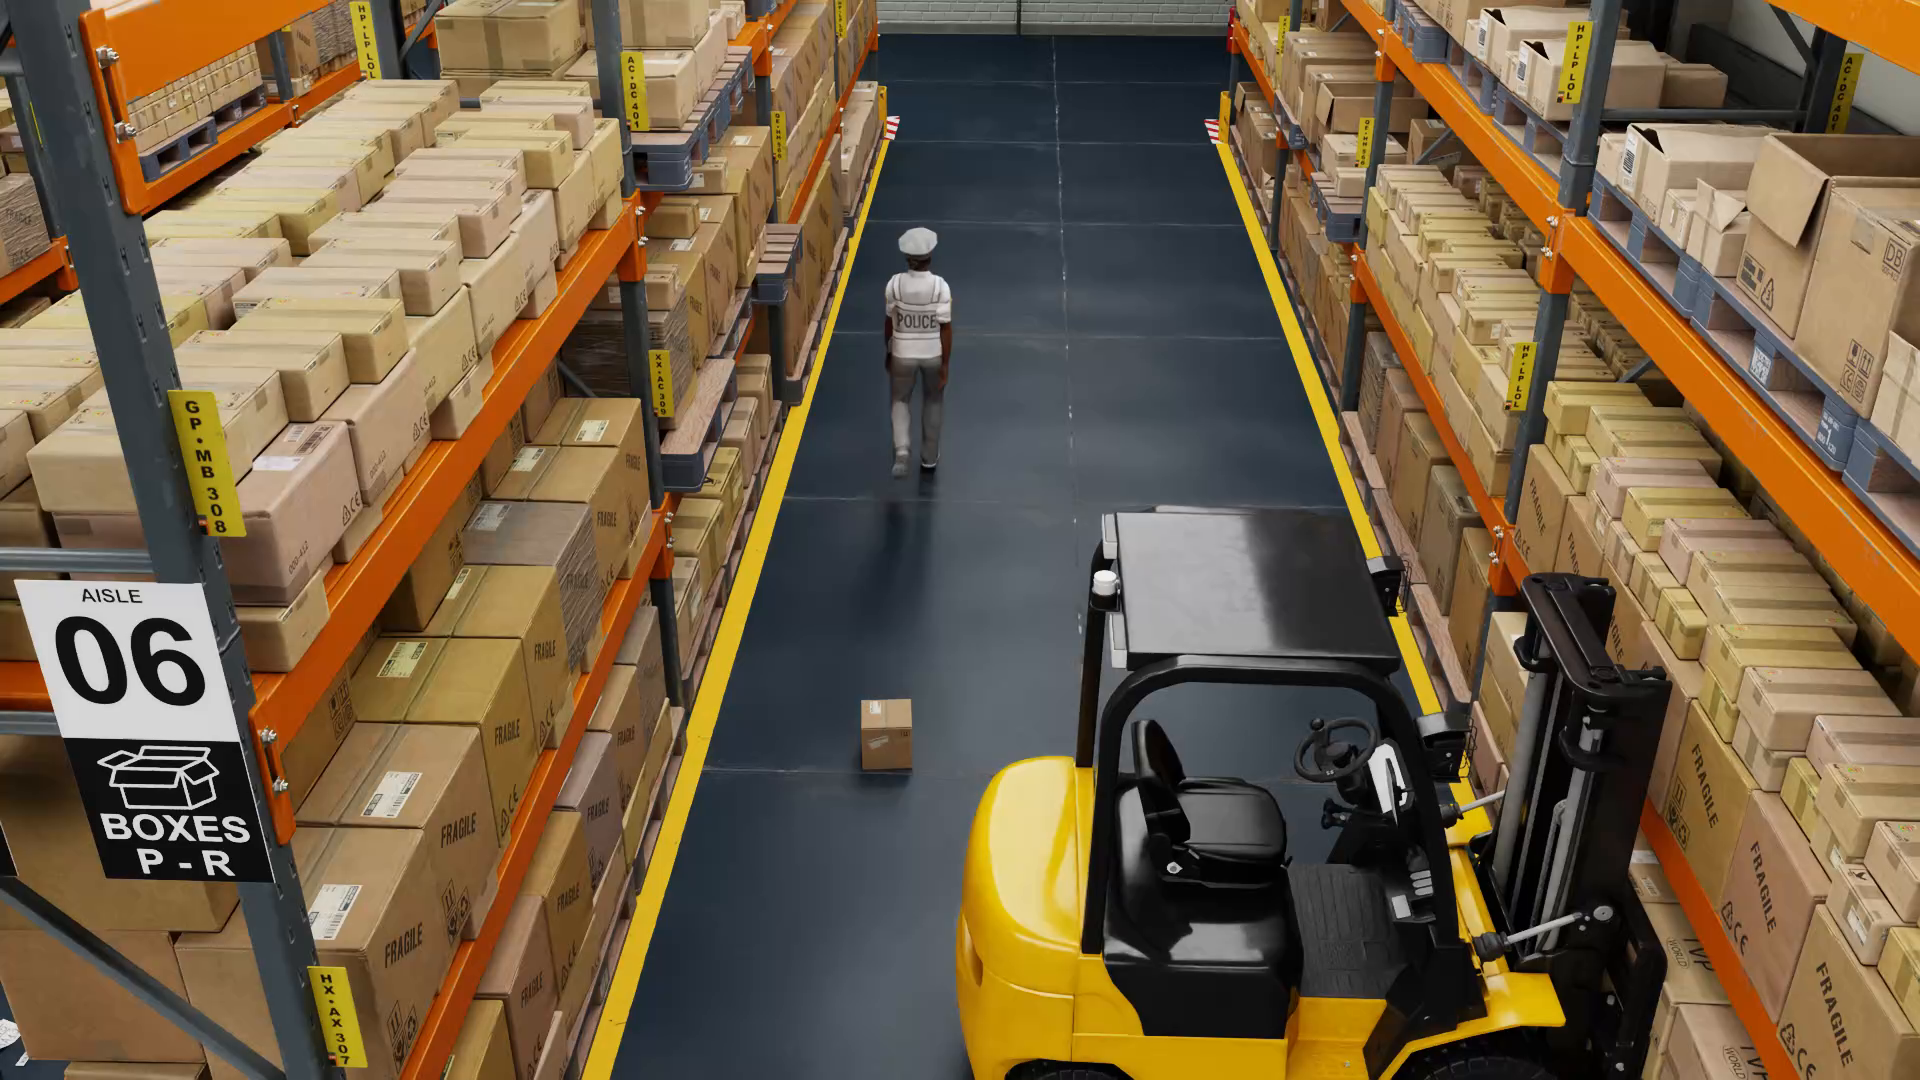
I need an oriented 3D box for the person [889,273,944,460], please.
[{"bbox_3d":[-0.268,-1.089,10.795,0.406,1.342,0.545,1,28,1],"label":"person"}]
